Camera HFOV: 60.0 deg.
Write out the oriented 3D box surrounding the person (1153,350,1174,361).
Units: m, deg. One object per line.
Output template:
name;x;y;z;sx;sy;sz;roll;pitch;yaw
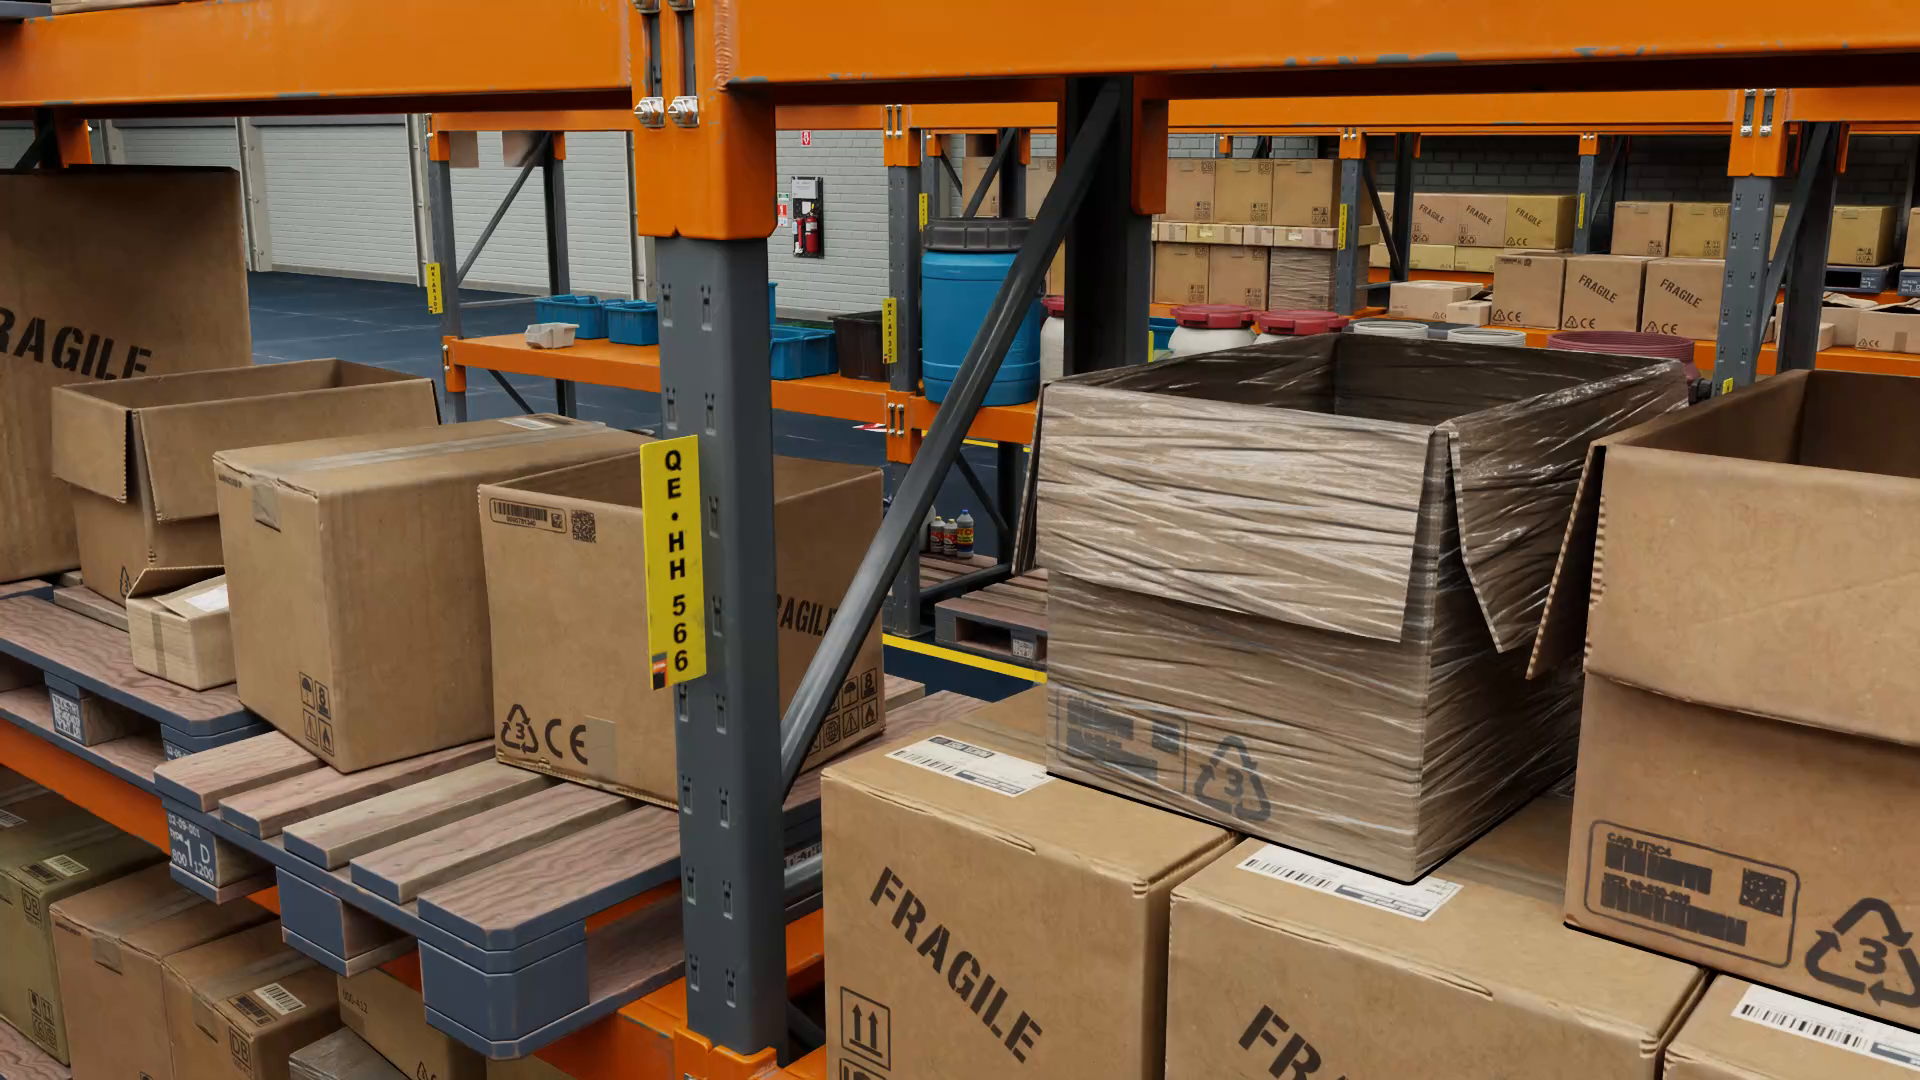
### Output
person;0.884;-0.036;7.644;0.623;1.685;0.504;7;15;27
